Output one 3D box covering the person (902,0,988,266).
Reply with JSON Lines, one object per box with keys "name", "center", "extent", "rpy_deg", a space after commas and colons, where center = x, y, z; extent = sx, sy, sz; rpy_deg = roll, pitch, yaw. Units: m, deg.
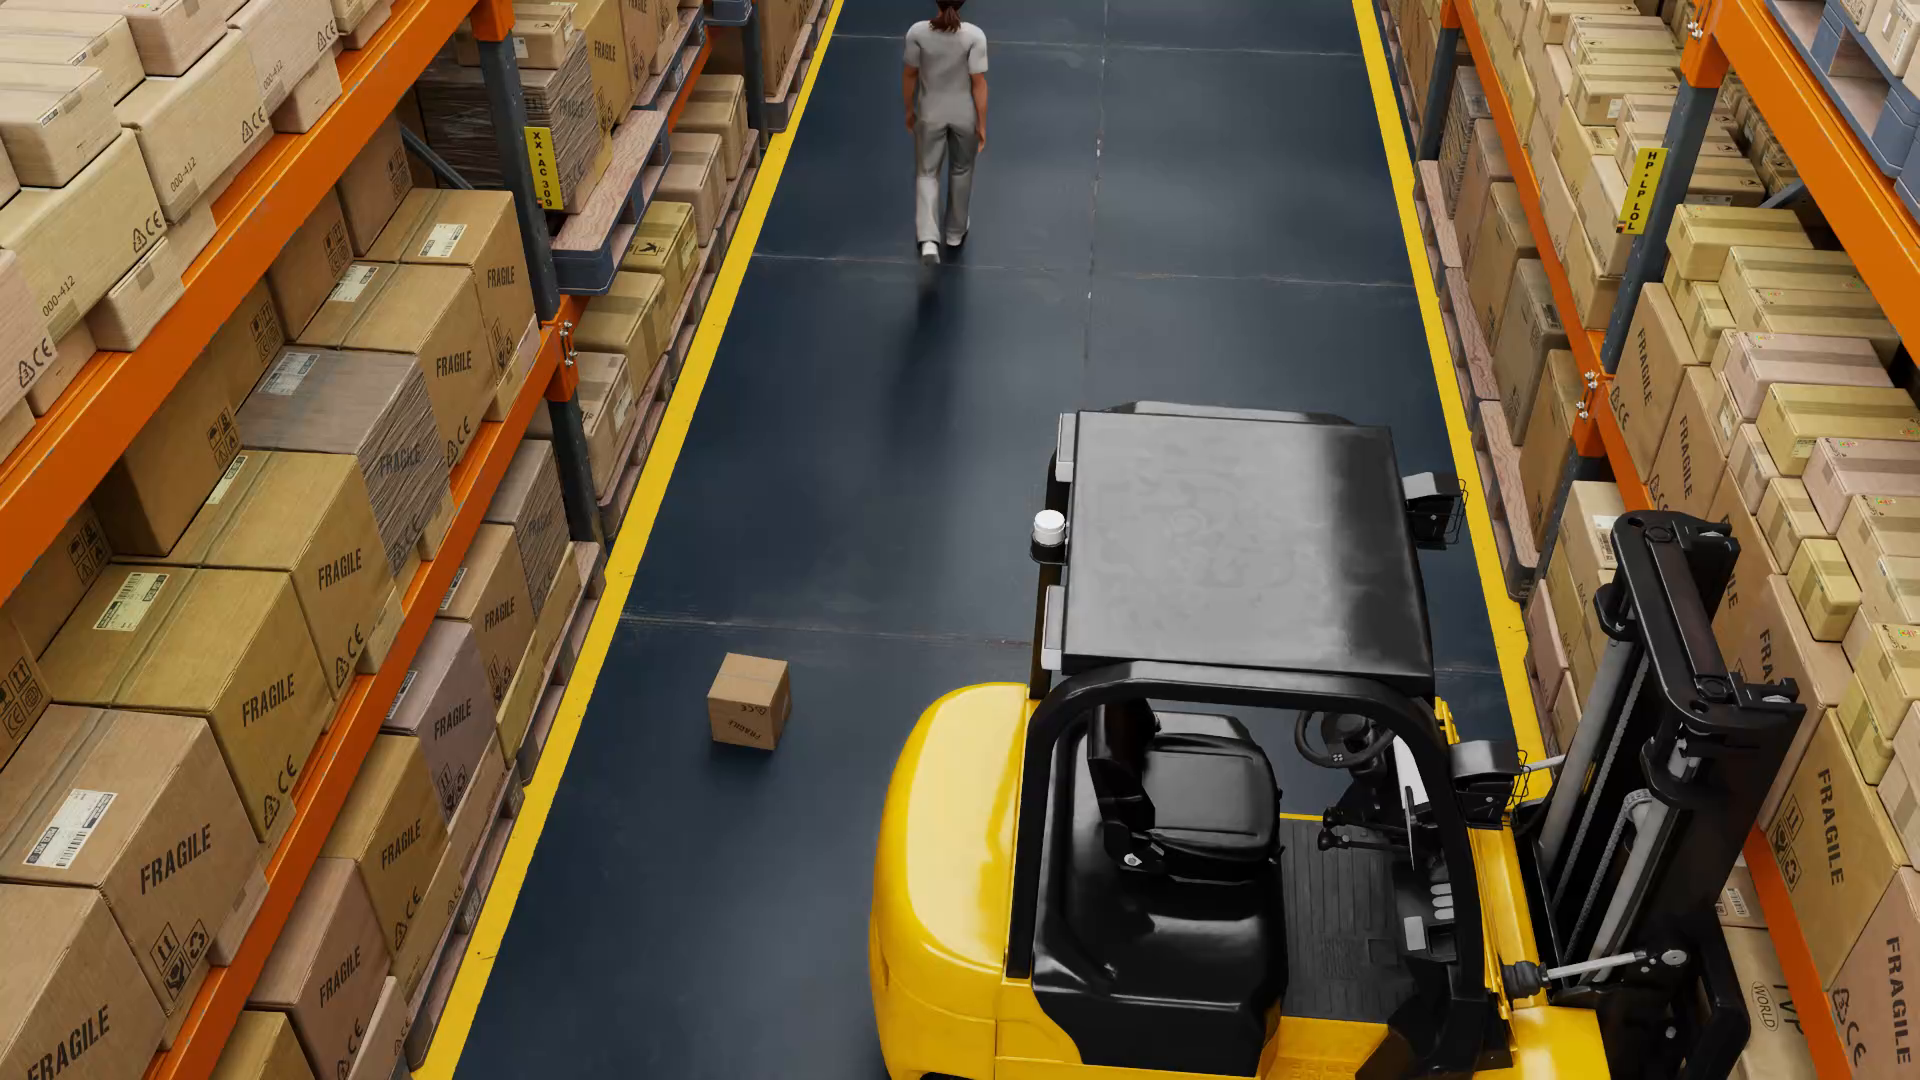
{"name": "person", "center": [-0.077, -2.206, 8.758], "extent": [0.451, 1.639, 0.840], "rpy_deg": [3, 40, 3]}
